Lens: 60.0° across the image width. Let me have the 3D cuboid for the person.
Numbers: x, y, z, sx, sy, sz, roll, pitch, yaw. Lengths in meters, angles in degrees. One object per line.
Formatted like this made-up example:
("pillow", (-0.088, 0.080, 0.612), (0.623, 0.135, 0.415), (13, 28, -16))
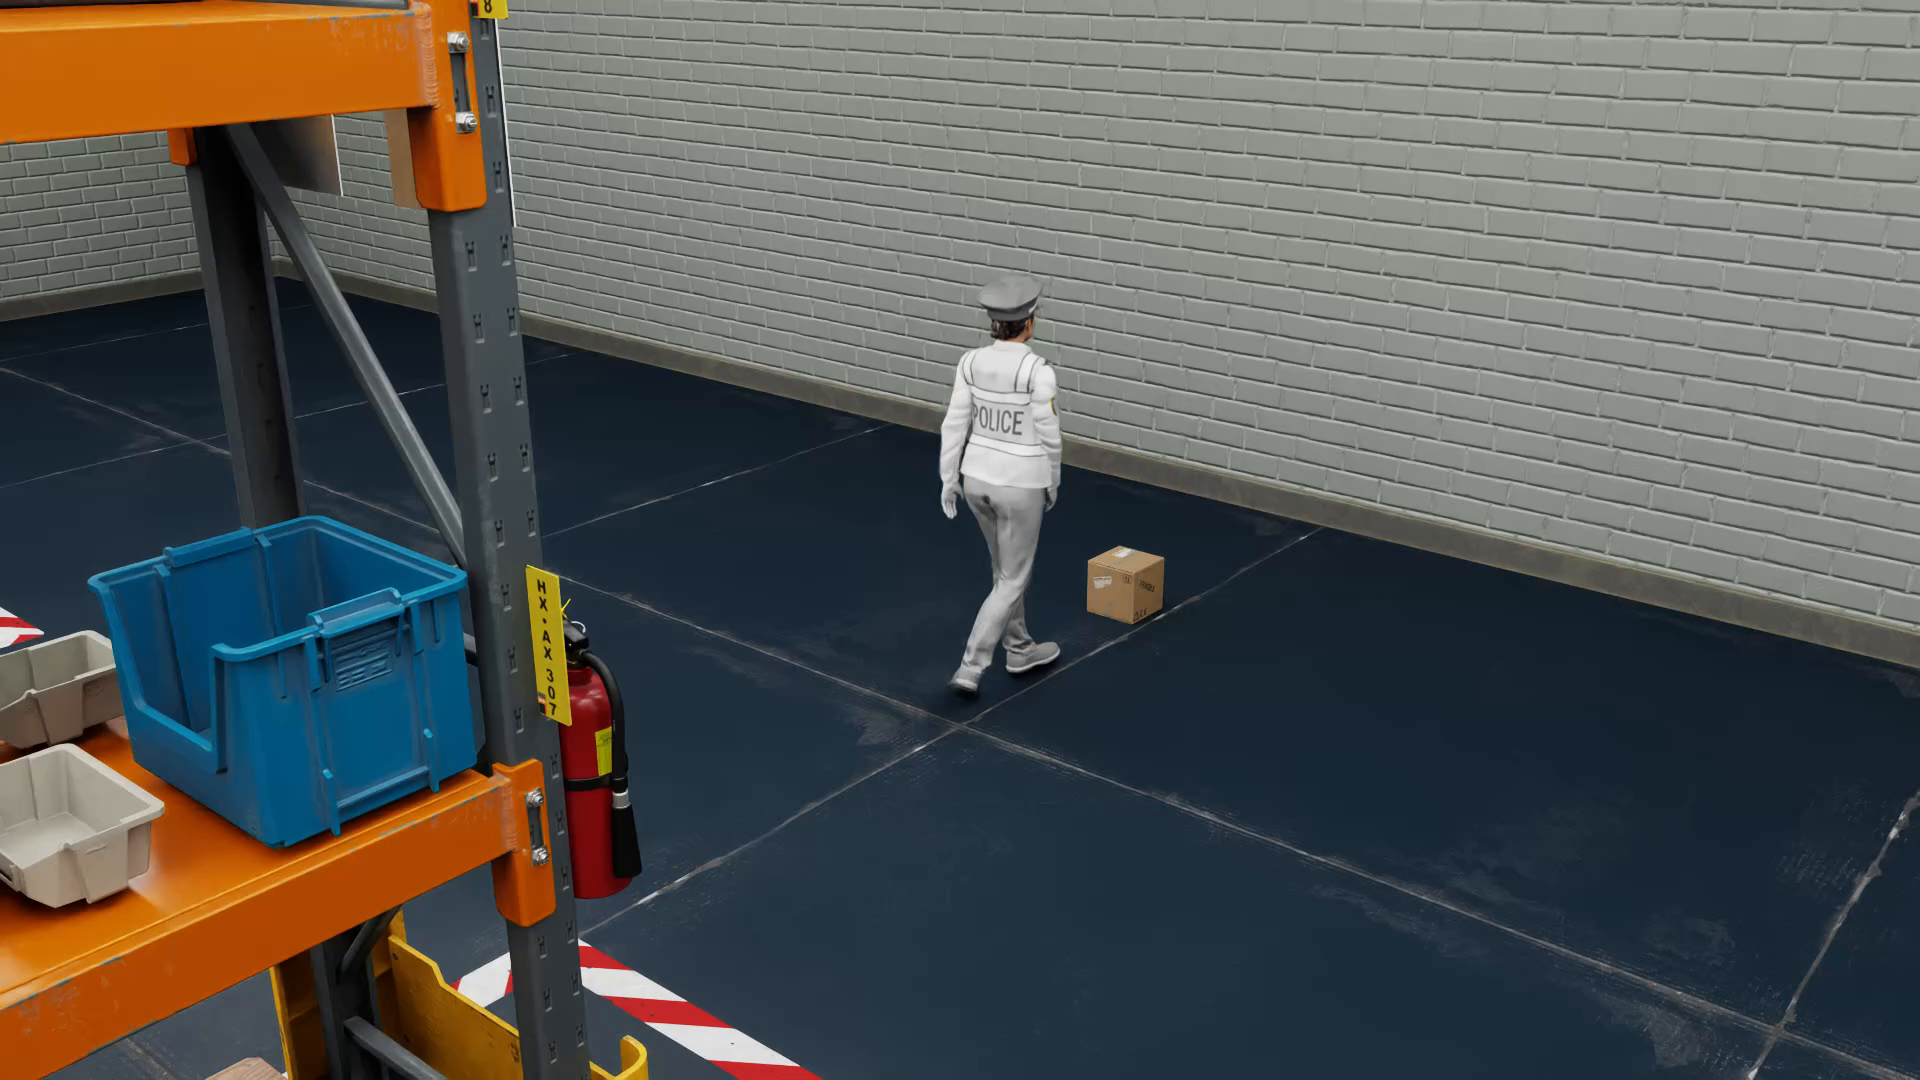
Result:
("person", (0.151, -0.208, 6.596), (0.508, 1.670, 0.712), (17, 26, 38))
